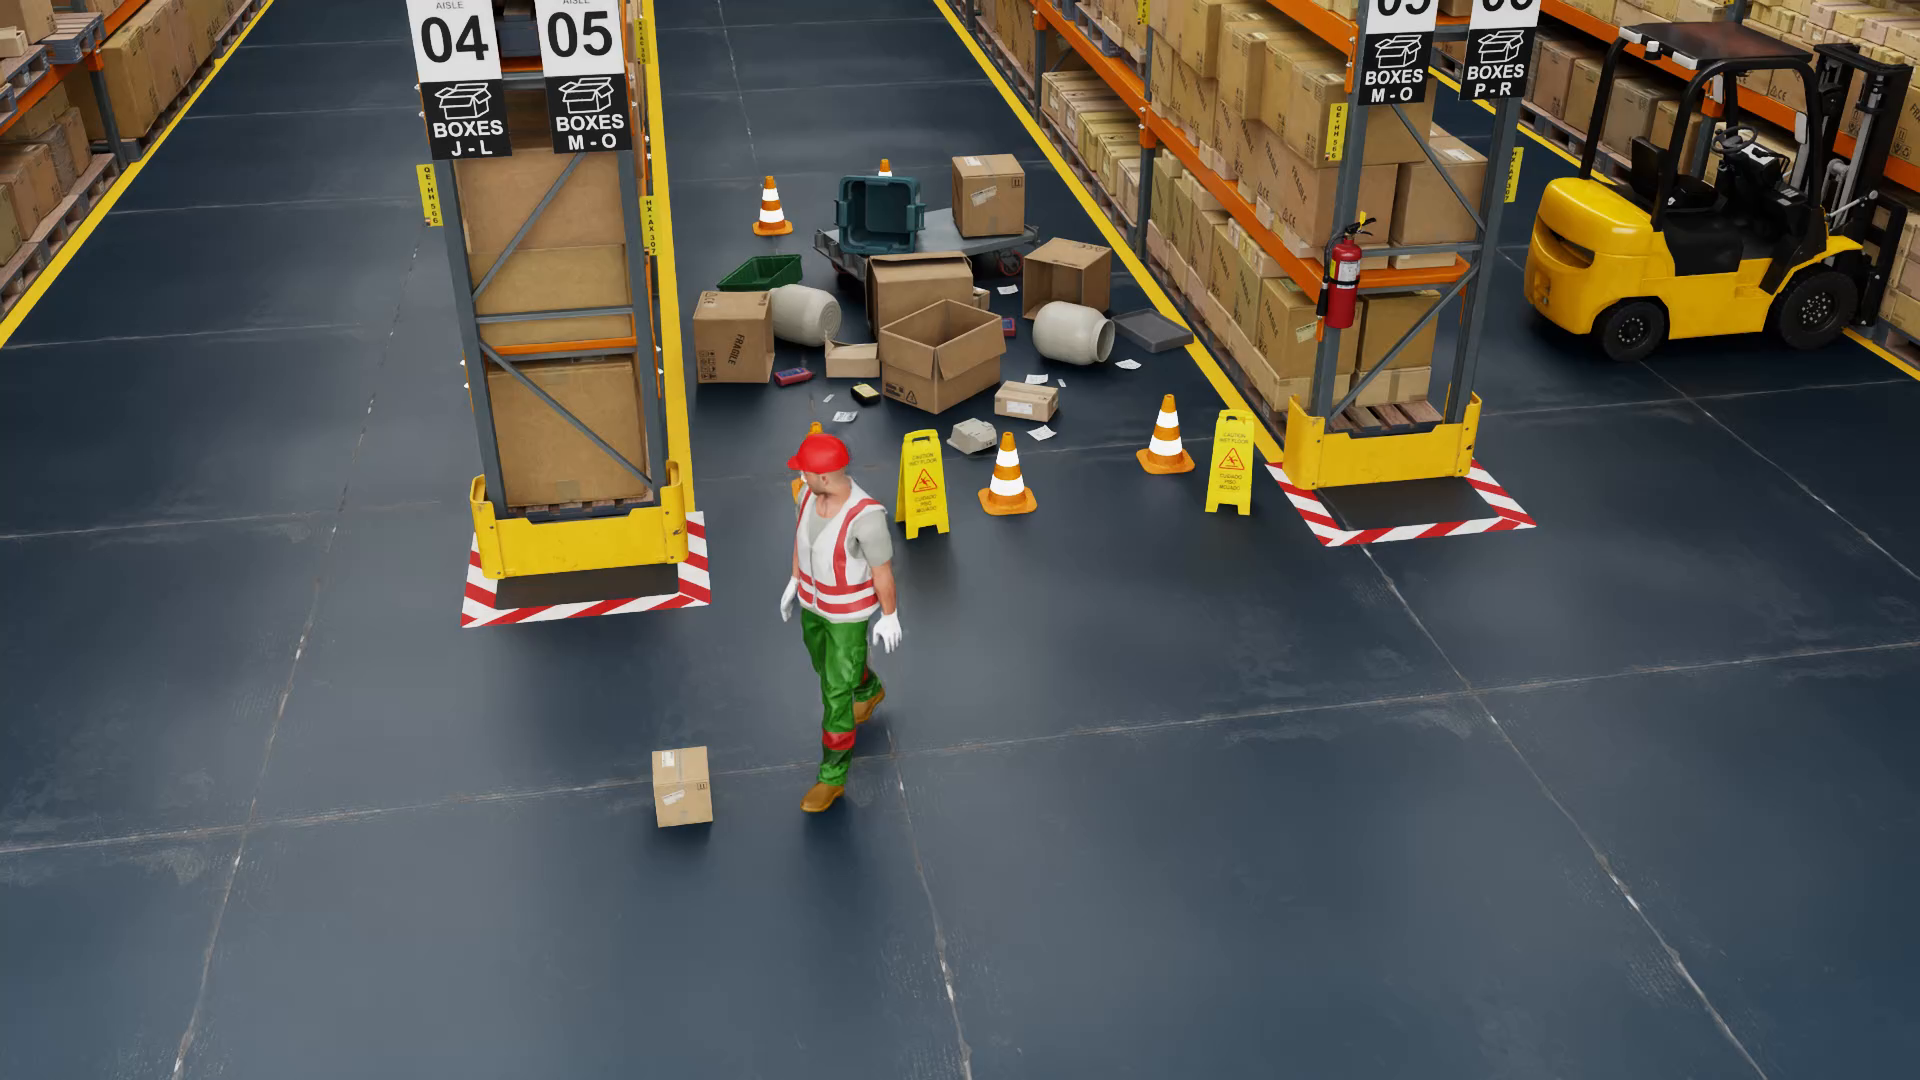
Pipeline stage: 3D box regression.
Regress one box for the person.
[{"bbox_3d":[-0.567,0.308,7.590,0.588,1.764,0.871,25,38,35],"label":"person"}]
